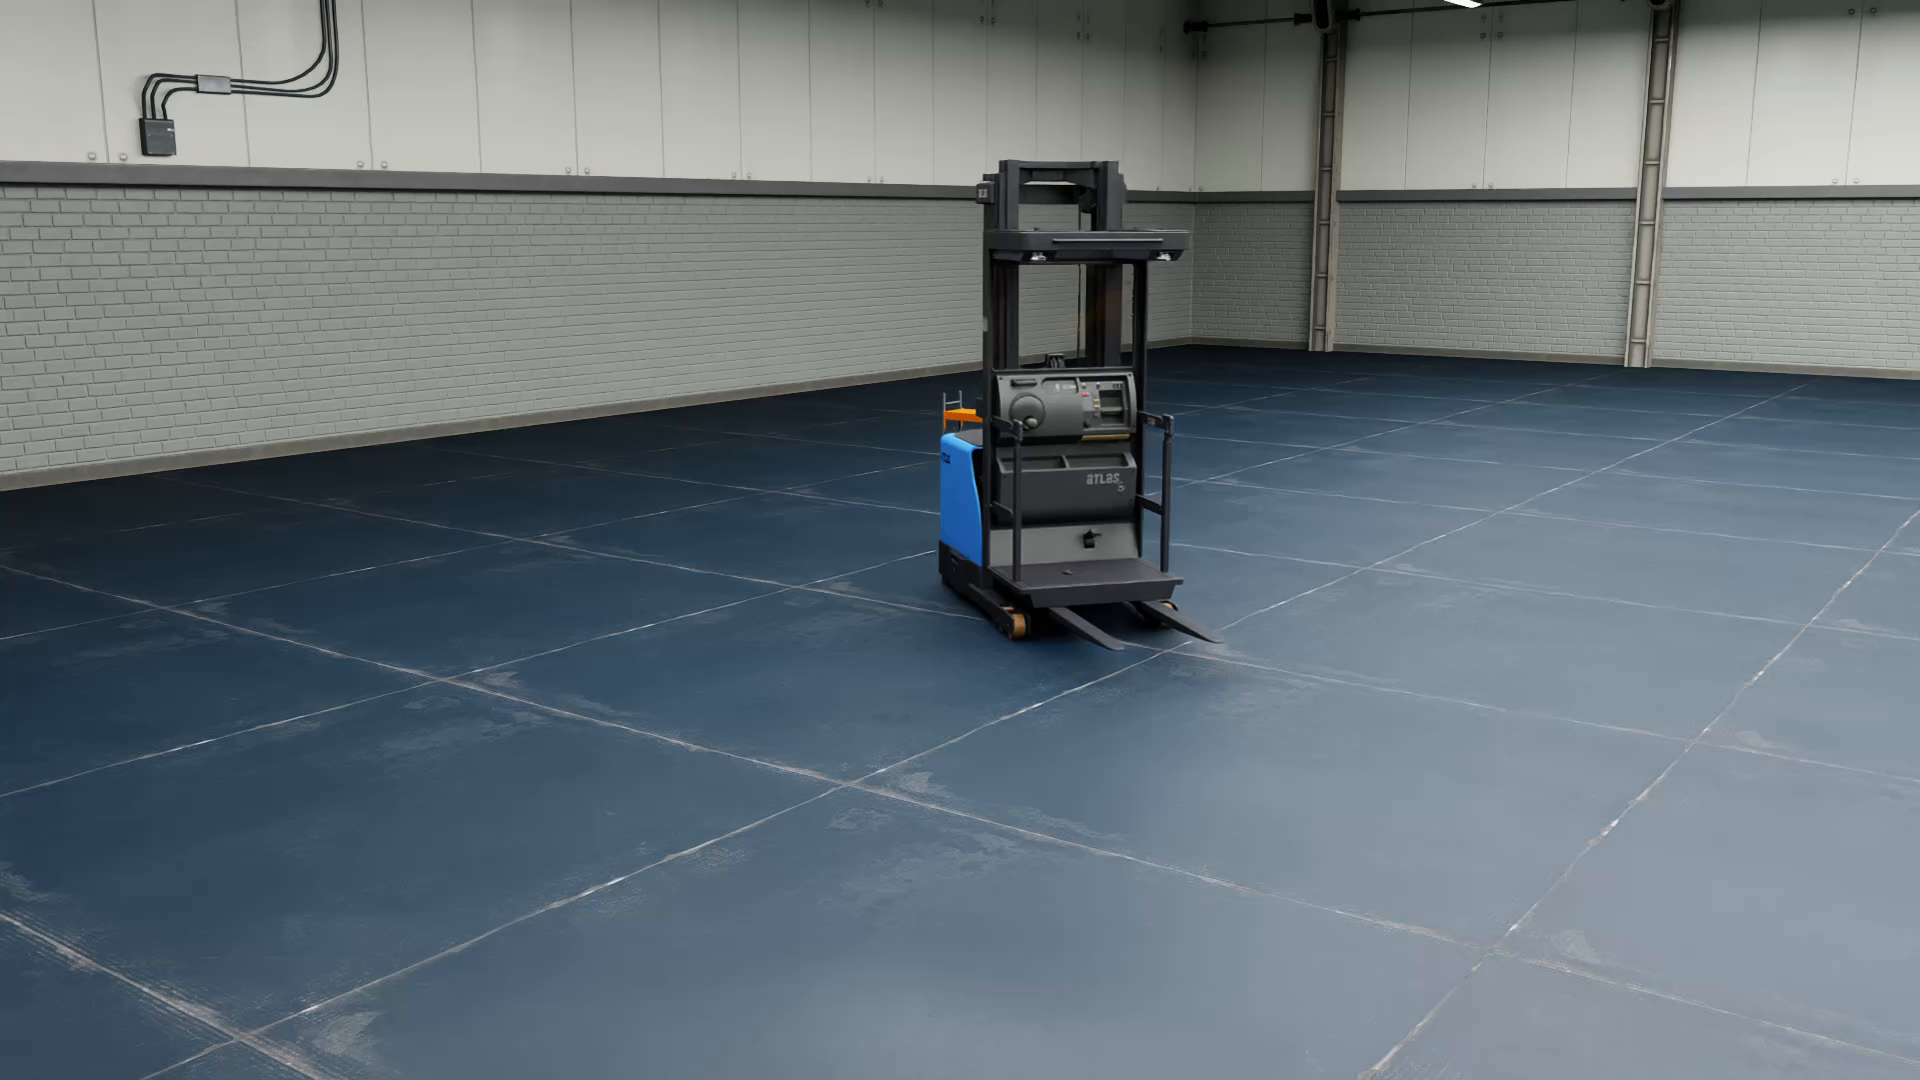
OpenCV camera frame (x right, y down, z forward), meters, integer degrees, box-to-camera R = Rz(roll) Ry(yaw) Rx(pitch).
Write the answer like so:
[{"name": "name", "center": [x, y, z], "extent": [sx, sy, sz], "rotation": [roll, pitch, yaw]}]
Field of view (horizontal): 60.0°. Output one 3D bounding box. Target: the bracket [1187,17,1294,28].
[{"name": "bracket", "center": [5.151, -10.114, 32.639], "extent": [3.189, 0.066, 0.076], "rotation": [8, 13, 36]}]

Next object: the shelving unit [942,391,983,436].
[{"name": "shelving unit", "center": [0.133, -0.570, 13.320], "extent": [0.503, 1.200, 0.258], "rotation": [8, 13, 36]}]

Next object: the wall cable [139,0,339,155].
[{"name": "wall cable", "center": [-7.475, -6.987, 16.998], "extent": [0.169, 6.003, 2.305], "rotation": [8, 13, 36]}]

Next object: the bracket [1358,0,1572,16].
[{"name": "bracket", "center": [9.331, -9.531, 29.625], "extent": [4.783, 0.066, 0.076], "rotation": [8, 13, 36]}]

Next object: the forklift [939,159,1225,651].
[{"name": "forklift", "center": [0.750, -0.904, 10.487], "extent": [1.130, 2.935, 3.031], "rotation": [-3, 11, -16]}]

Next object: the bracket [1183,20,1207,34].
[{"name": "bracket", "center": [4.675, -10.180, 32.982], "extent": [0.430, 0.232, 0.235], "rotation": [8, 13, 36]}]

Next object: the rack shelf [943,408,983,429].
[{"name": "rack shelf", "center": [0.133, -0.956, 13.245], "extent": [0.480, 0.148, 0.258], "rotation": [8, 13, 36]}]

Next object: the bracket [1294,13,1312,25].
[{"name": "bracket", "center": [6.585, -9.914, 31.605], "extent": [0.430, 0.232, 0.235], "rotation": [8, 13, 36]}]

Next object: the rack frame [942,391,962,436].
[{"name": "rack frame", "center": [-0.063, -0.598, 13.461], "extent": [0.015, 1.200, 0.240], "rotation": [8, 13, 36]}]

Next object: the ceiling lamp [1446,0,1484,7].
[{"name": "ceiling lamp", "center": [7.308, -9.826, 25.261], "extent": [0.800, 3.185, 2.000], "rotation": [8, 13, 36]}]

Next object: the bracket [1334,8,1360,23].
[{"name": "bracket", "center": [7.254, -9.820, 31.122], "extent": [0.430, 0.232, 0.235], "rotation": [8, 13, 36]}]

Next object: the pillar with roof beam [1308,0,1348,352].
[{"name": "pillar with roof beam", "center": [4.582, -7.495, 28.580], "extent": [0.548, 9.000, 9.100], "rotation": [8, 13, 36]}]

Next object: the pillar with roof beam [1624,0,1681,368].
[{"name": "pillar with roof beam", "center": [9.418, -6.820, 25.093], "extent": [0.548, 9.000, 9.100], "rotation": [8, 13, 36]}]
